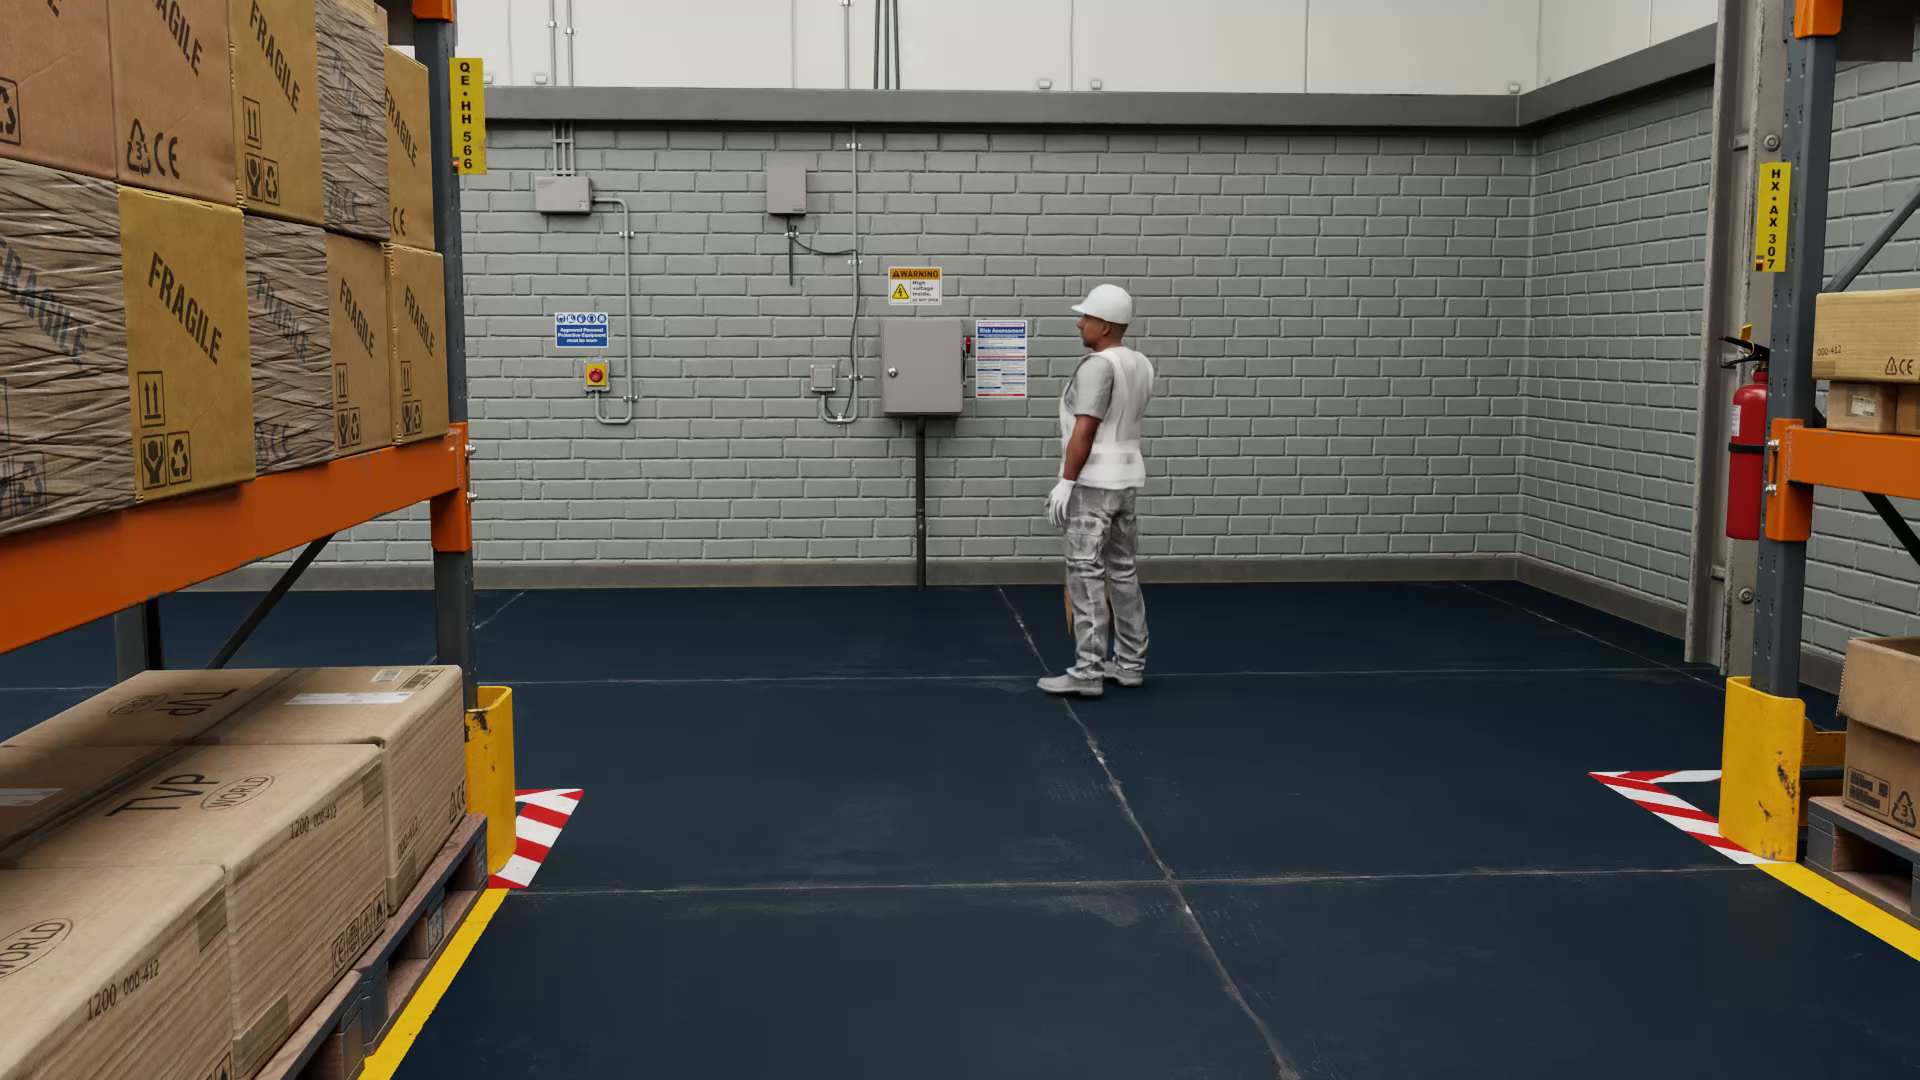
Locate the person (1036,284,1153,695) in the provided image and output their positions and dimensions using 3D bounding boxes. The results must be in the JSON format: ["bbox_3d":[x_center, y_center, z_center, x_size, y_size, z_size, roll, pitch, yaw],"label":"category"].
[{"bbox_3d":[0.601,-0.227,7.369,0.405,1.792,0.628,4,8,31],"label":"person"}]
